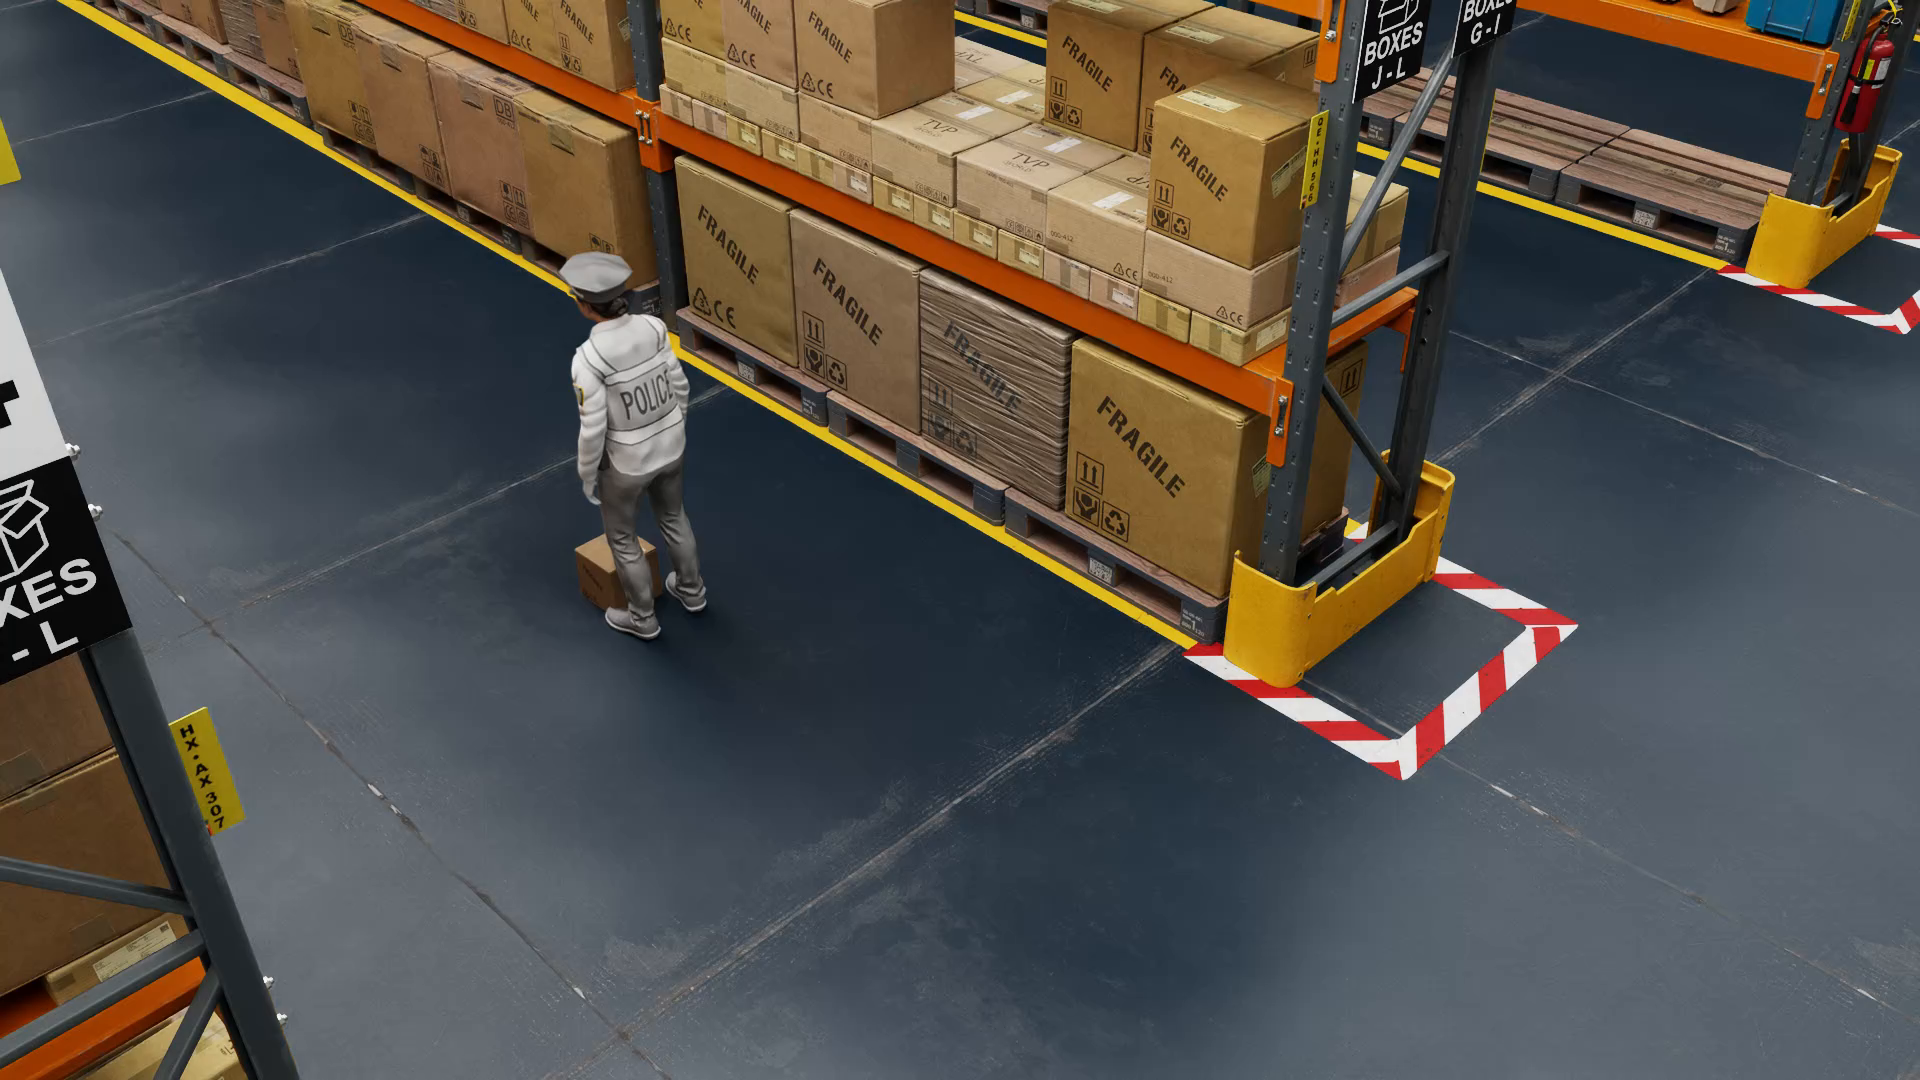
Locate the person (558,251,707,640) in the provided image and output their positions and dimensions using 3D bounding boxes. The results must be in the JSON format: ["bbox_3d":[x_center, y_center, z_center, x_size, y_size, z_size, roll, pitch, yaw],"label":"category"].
[{"bbox_3d":[-1.293,-0.339,6.616,0.374,1.662,0.534,28,44,33],"label":"person"}]
